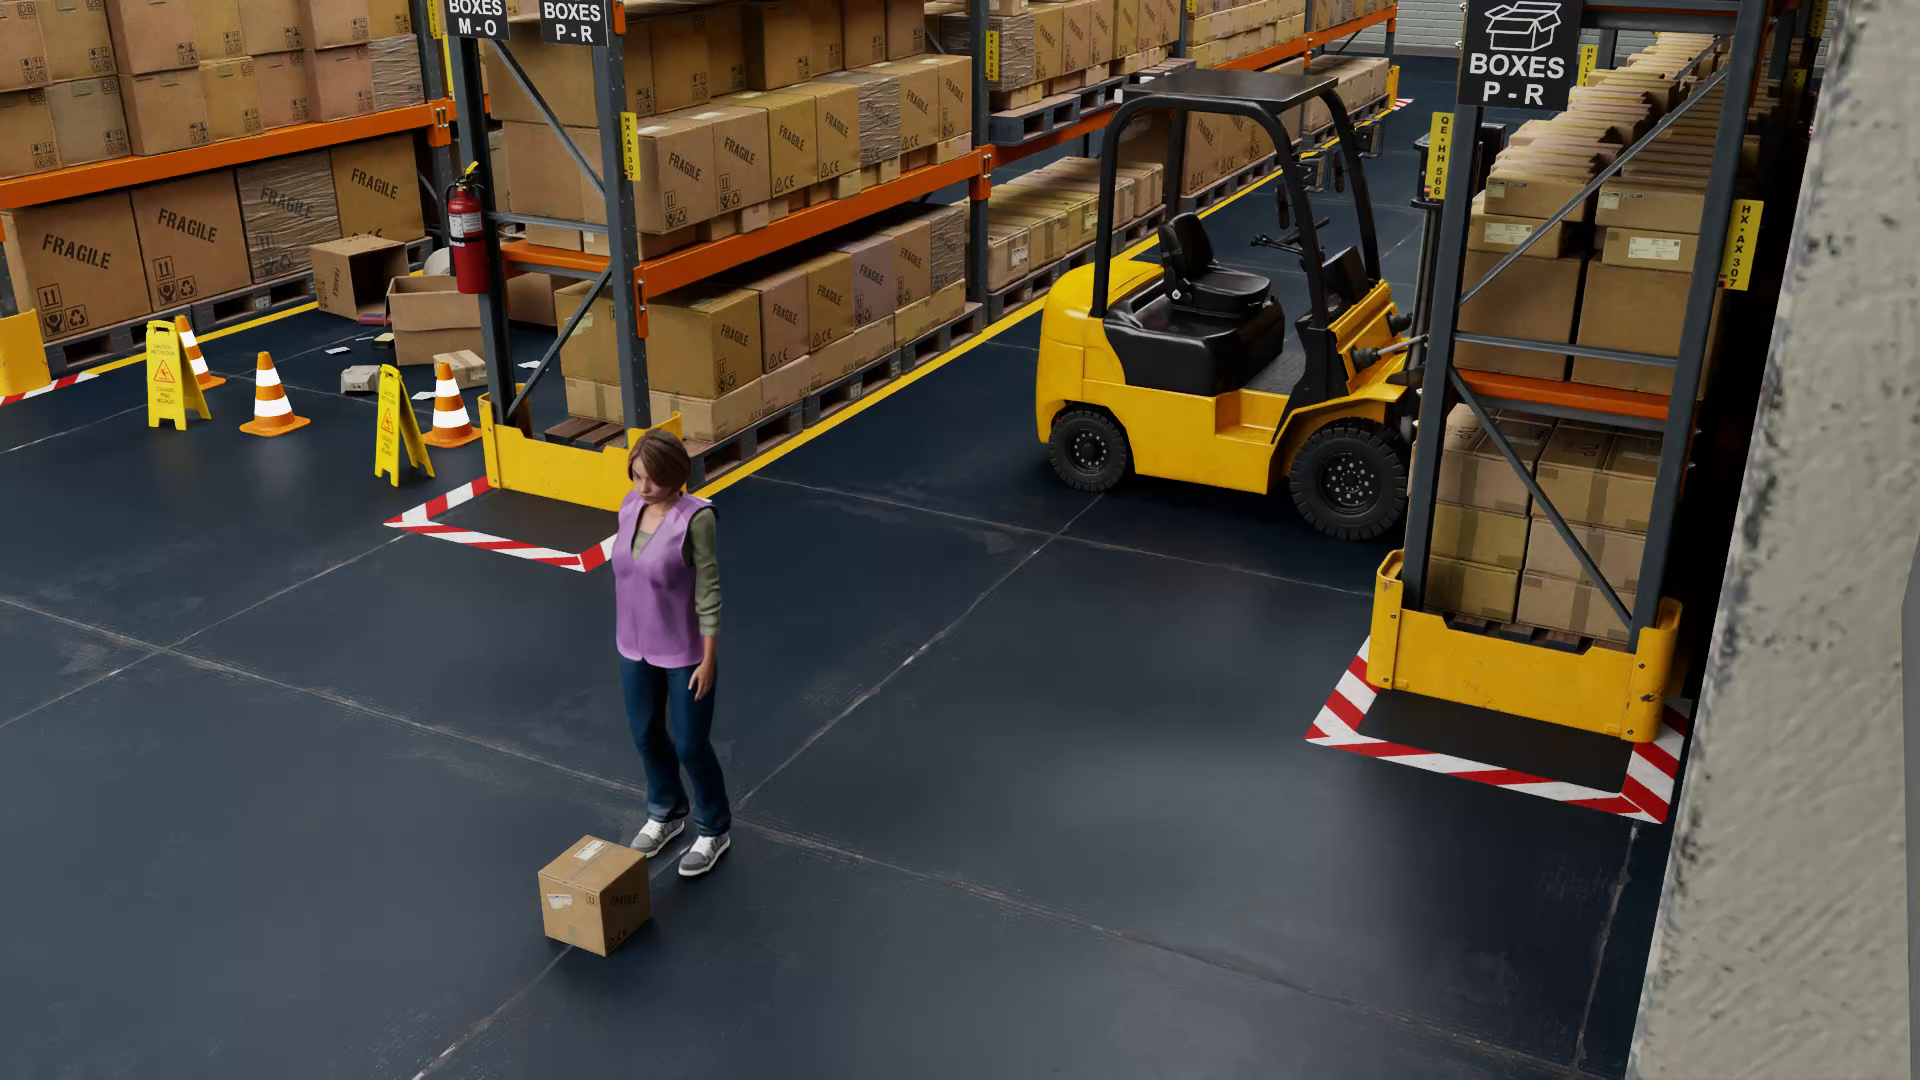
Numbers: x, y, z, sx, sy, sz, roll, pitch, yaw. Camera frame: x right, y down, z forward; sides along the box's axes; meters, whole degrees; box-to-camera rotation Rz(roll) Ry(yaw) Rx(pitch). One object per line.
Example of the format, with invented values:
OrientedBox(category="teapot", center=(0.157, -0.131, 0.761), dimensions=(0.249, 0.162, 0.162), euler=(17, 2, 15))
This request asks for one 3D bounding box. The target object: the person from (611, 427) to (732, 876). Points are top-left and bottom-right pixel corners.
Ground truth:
OrientedBox(category="person", center=(-0.971, 0.383, 5.616), dimensions=(0.391, 1.593, 0.304), euler=(12, 26, 26))
